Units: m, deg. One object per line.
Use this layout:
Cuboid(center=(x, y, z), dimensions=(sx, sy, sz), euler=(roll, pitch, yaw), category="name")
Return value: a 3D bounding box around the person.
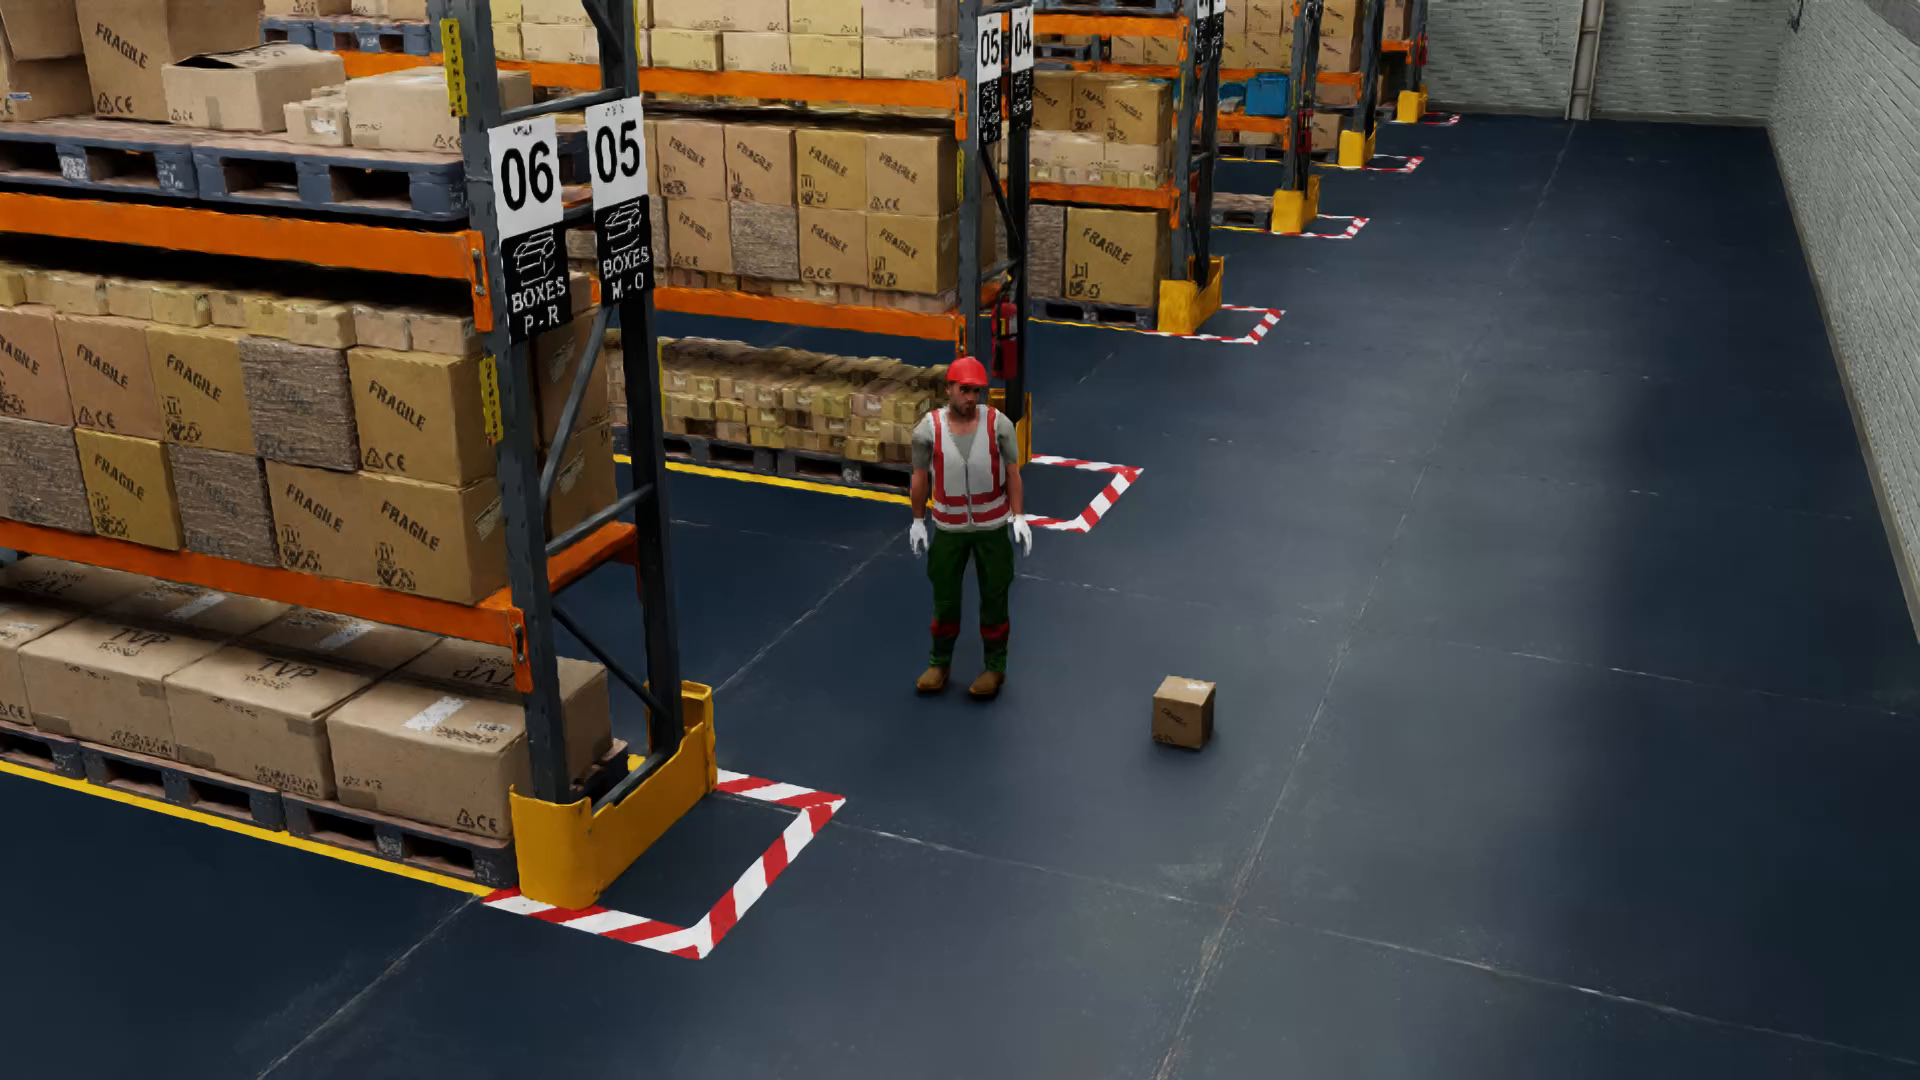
Cuboid(center=(0.065, -0.062, 8.489), dimensions=(0.644, 1.795, 0.400), euler=(-1, 22, -2), category="person")
